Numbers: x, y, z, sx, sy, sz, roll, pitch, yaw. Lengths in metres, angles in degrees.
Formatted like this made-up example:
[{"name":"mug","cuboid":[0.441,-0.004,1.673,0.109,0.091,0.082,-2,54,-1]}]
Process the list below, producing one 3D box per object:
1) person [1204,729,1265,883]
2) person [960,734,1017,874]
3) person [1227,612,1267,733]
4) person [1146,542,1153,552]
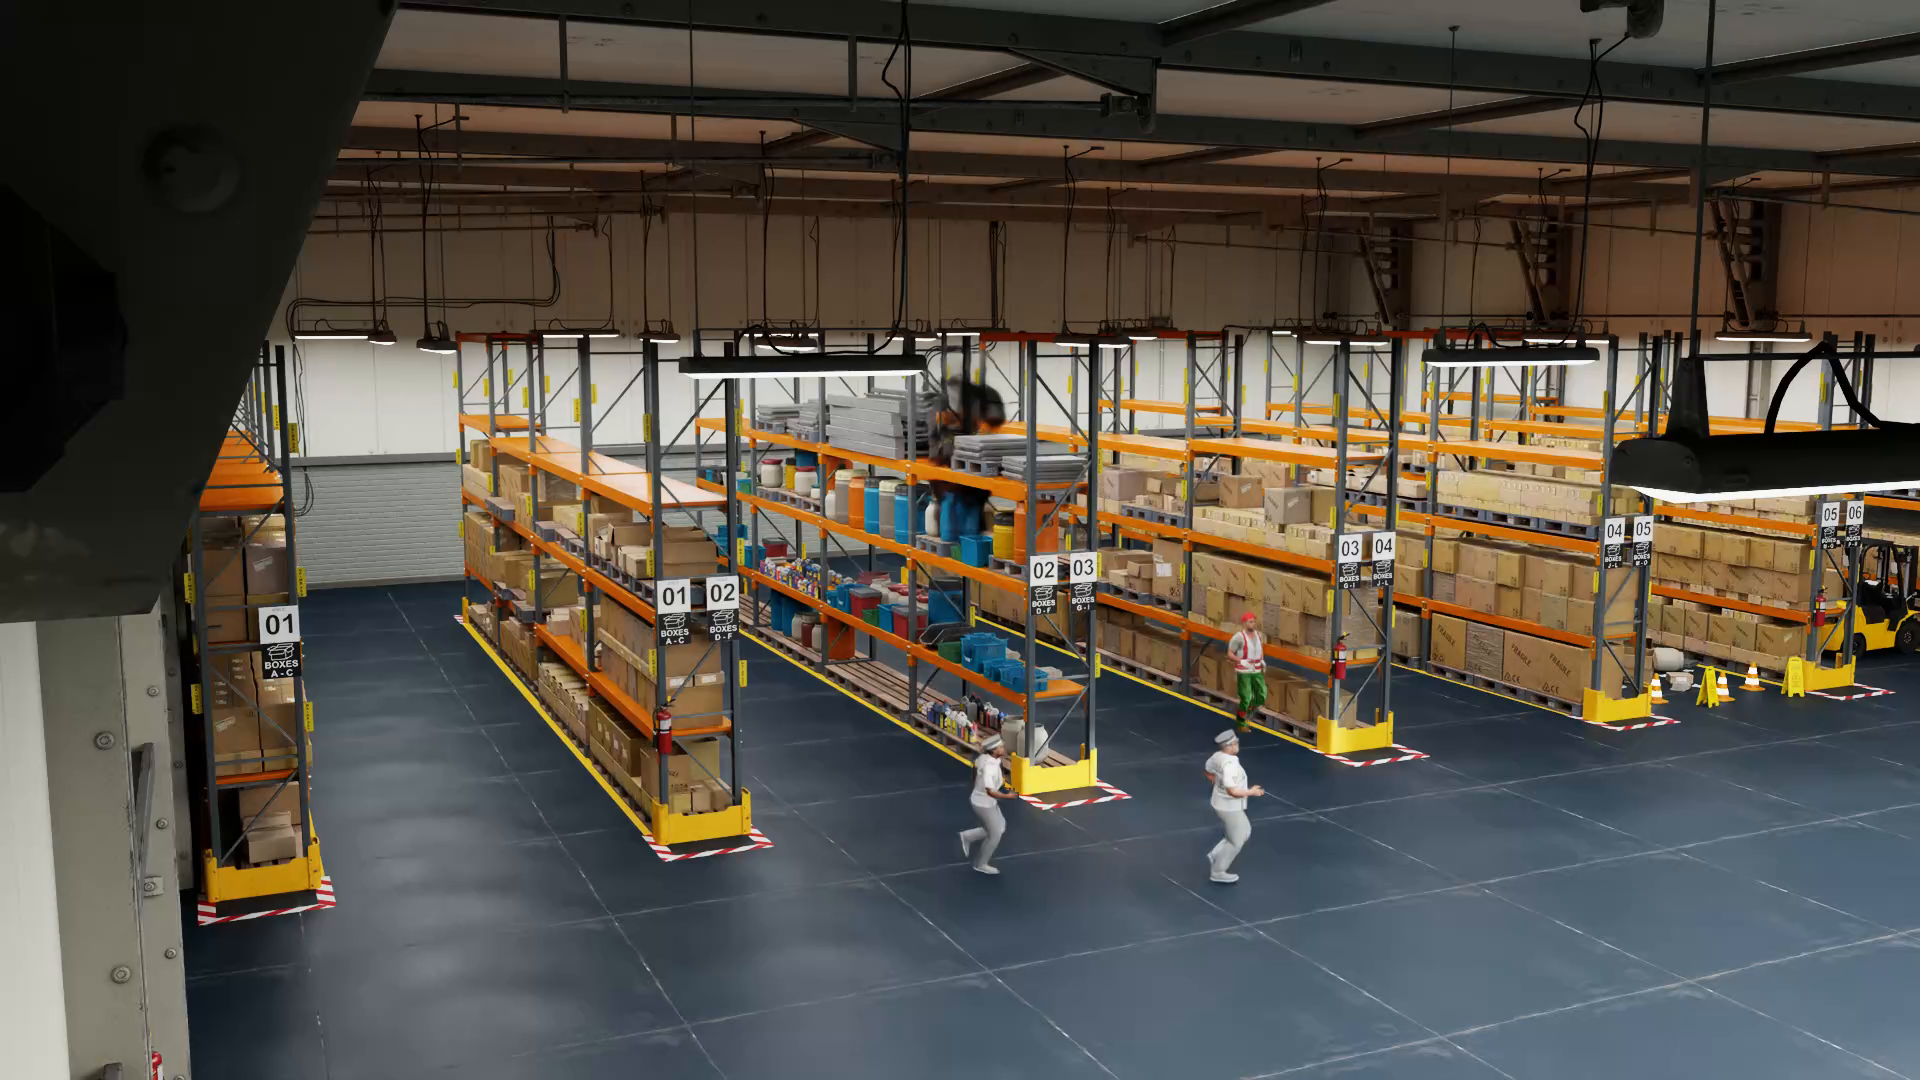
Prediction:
[{"name":"person","cuboid":[3.079,2.964,18.605,0.601,1.744,0.650,-1,8,-4]},{"name":"person","cuboid":[0.323,2.999,18.920,0.643,1.646,0.614,0,8,-2]},{"name":"person","cuboid":[4.210,1.931,24.094,0.674,1.783,0.558,-4,9,-28]},{"name":"person","cuboid":[4.828,-0.111,41.544,0.707,1.690,0.606,-6,10,-39]}]
